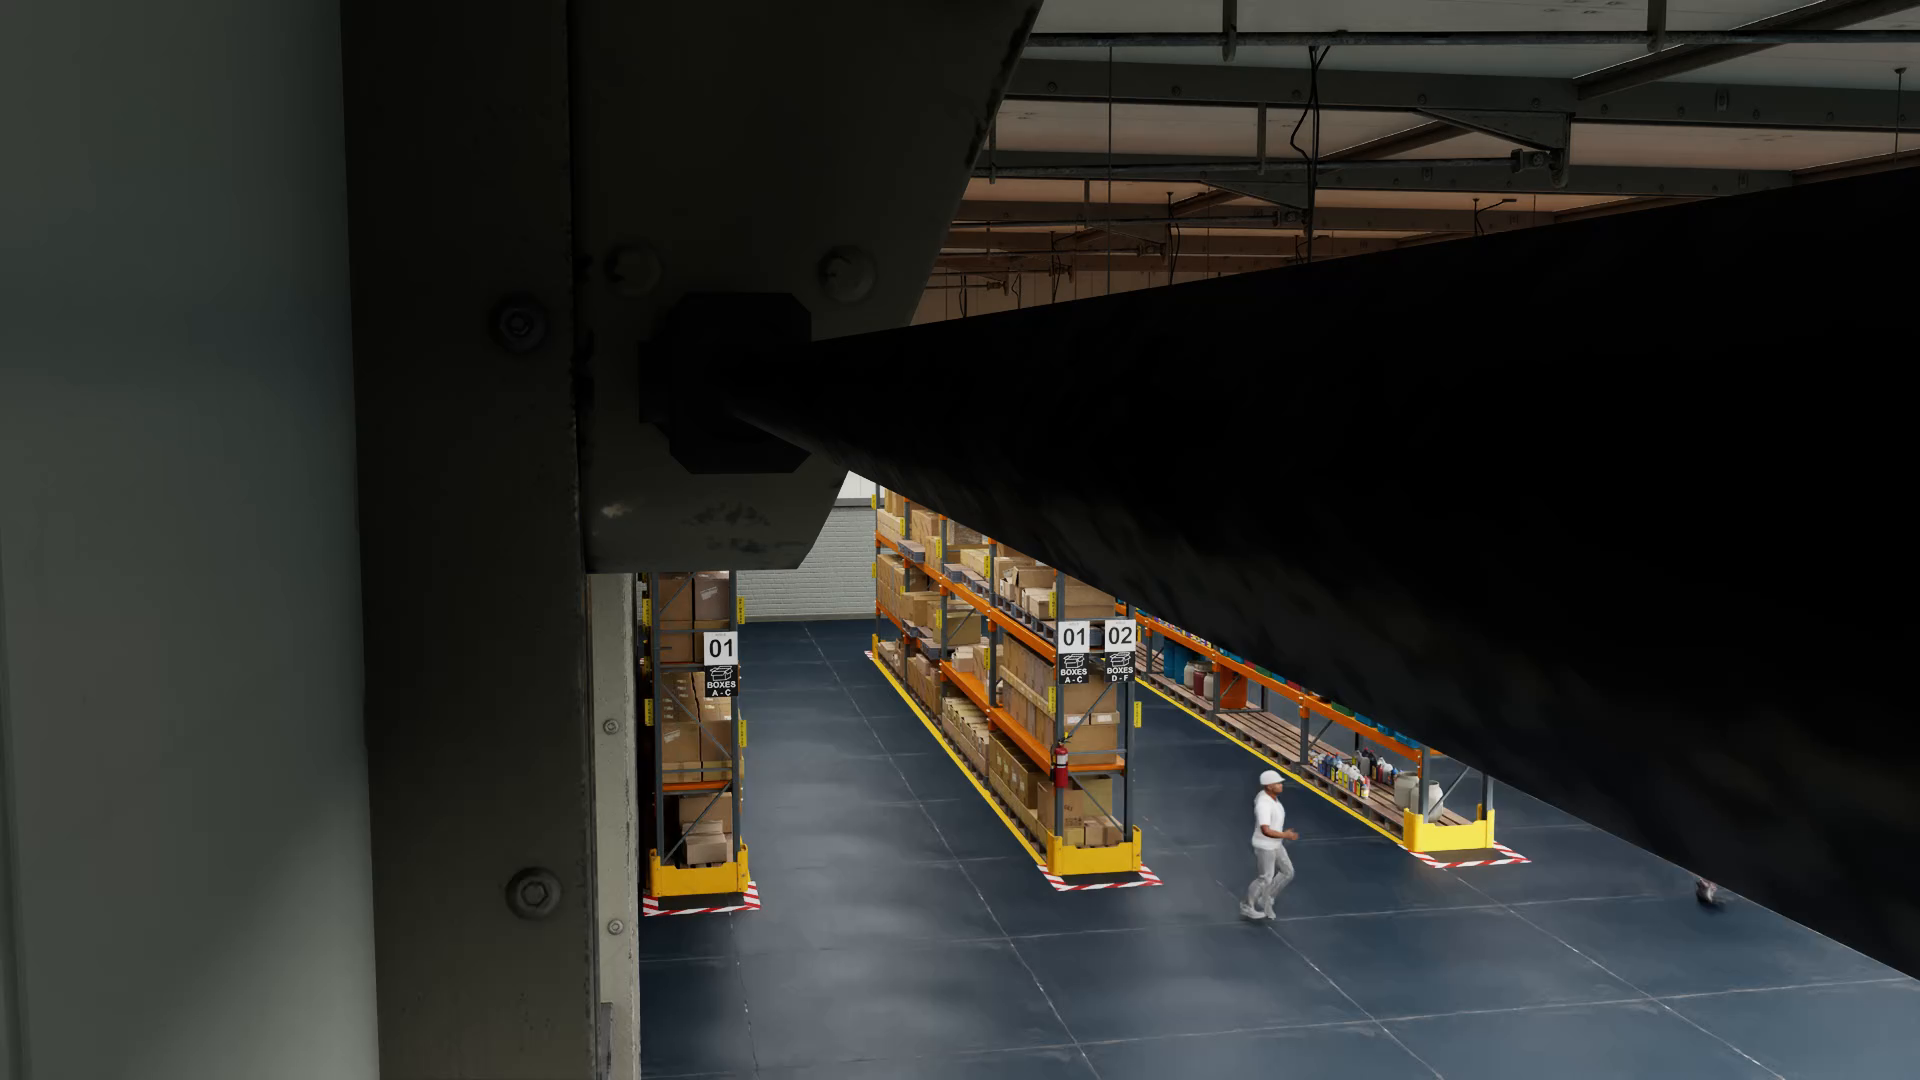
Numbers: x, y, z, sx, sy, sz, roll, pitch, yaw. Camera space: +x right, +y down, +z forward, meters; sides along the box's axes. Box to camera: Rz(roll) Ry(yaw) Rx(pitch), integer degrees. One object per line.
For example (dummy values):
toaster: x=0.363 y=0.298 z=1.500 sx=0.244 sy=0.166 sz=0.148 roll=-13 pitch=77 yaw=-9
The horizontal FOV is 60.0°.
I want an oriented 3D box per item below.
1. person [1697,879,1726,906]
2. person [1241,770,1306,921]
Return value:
person: x=9.054 y=3.473 z=19.581 sx=0.619 sy=1.678 sz=0.633 roll=2 pitch=6 yaw=19
person: x=3.606 y=3.521 z=19.048 sx=0.731 sy=1.824 sz=0.727 roll=2 pitch=6 yaw=22
